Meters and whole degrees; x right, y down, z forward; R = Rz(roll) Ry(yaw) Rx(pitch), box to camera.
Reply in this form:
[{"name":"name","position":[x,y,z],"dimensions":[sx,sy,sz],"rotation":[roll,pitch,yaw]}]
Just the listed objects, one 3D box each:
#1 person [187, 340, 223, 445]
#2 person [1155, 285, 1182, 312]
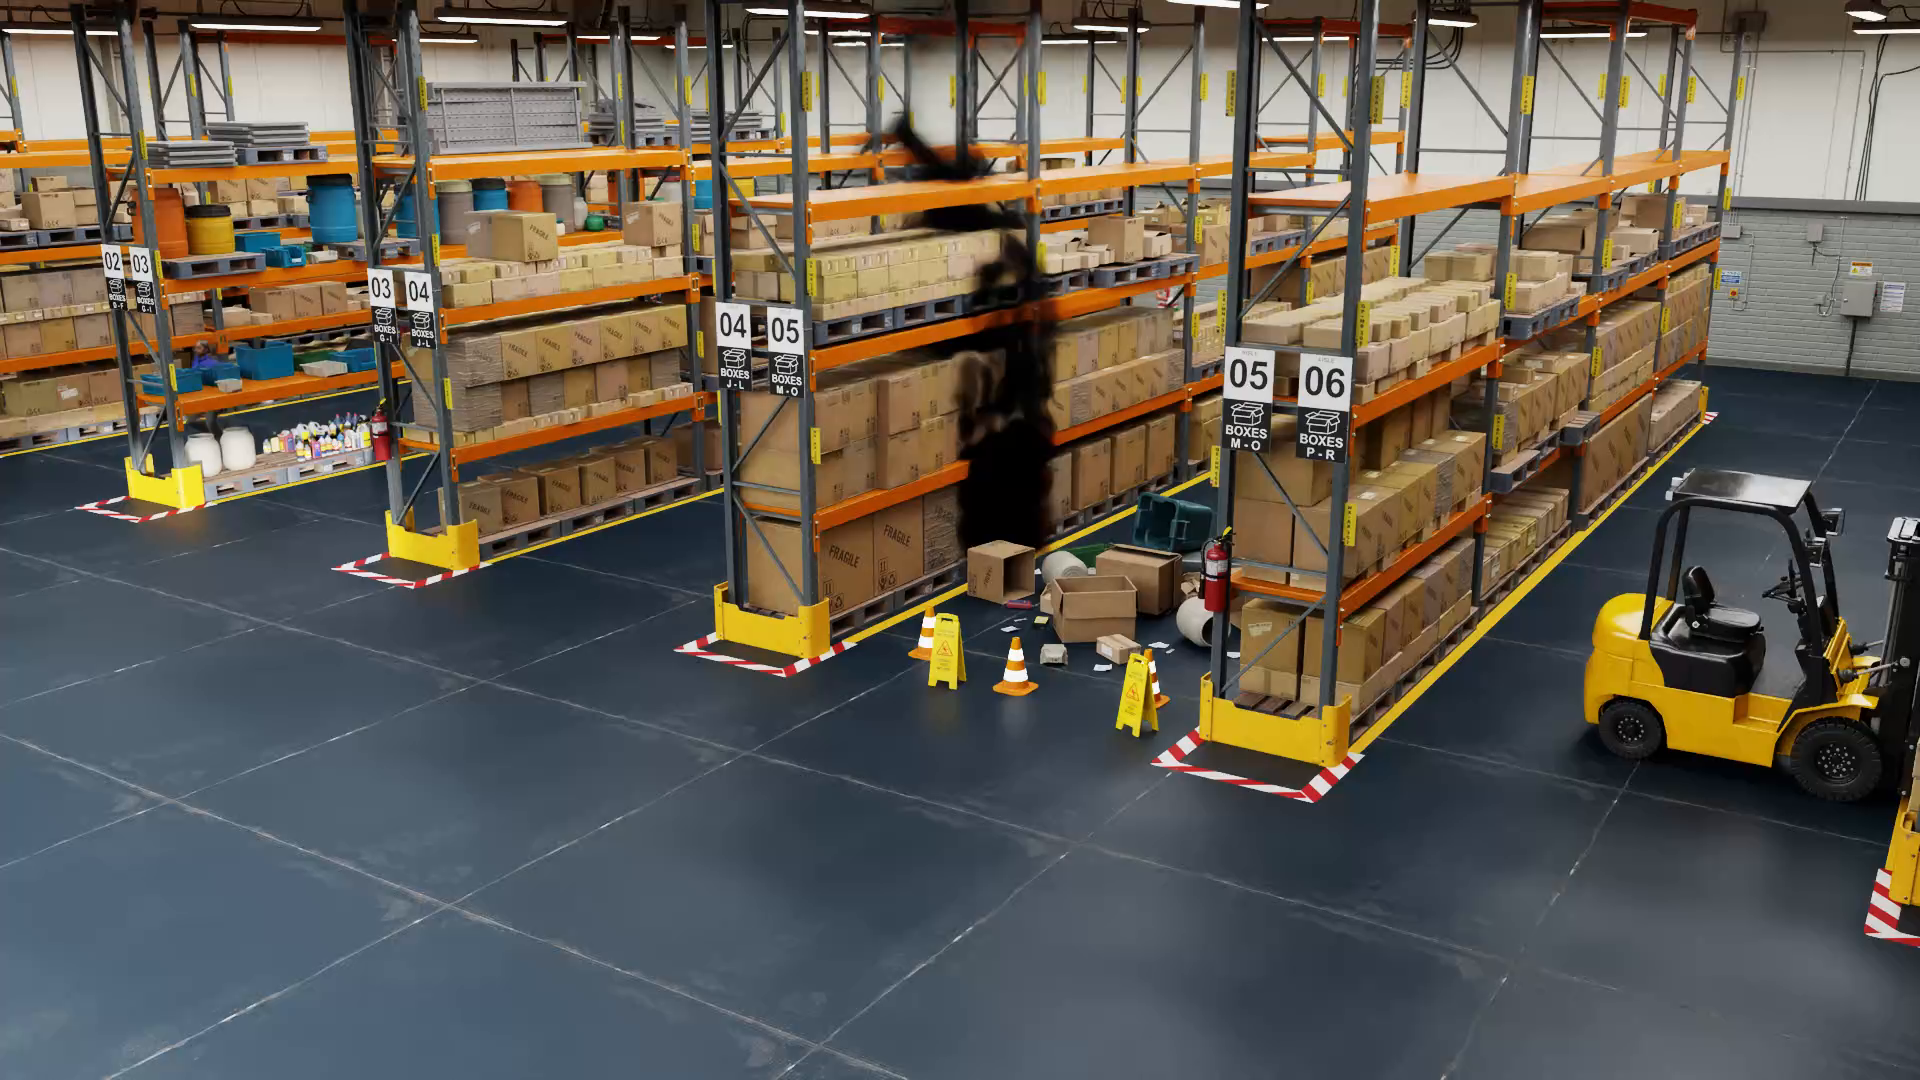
[{"name":"person","position":[-10.653,-2.006,23.395],"dimensions":[0.560,1.608,0.559],"rotation":[5,16,18]},{"name":"person","position":[3.972,-4.364,31.576],"dimensions":[0.664,1.811,0.909],"rotation":[-10,19,-33]}]
